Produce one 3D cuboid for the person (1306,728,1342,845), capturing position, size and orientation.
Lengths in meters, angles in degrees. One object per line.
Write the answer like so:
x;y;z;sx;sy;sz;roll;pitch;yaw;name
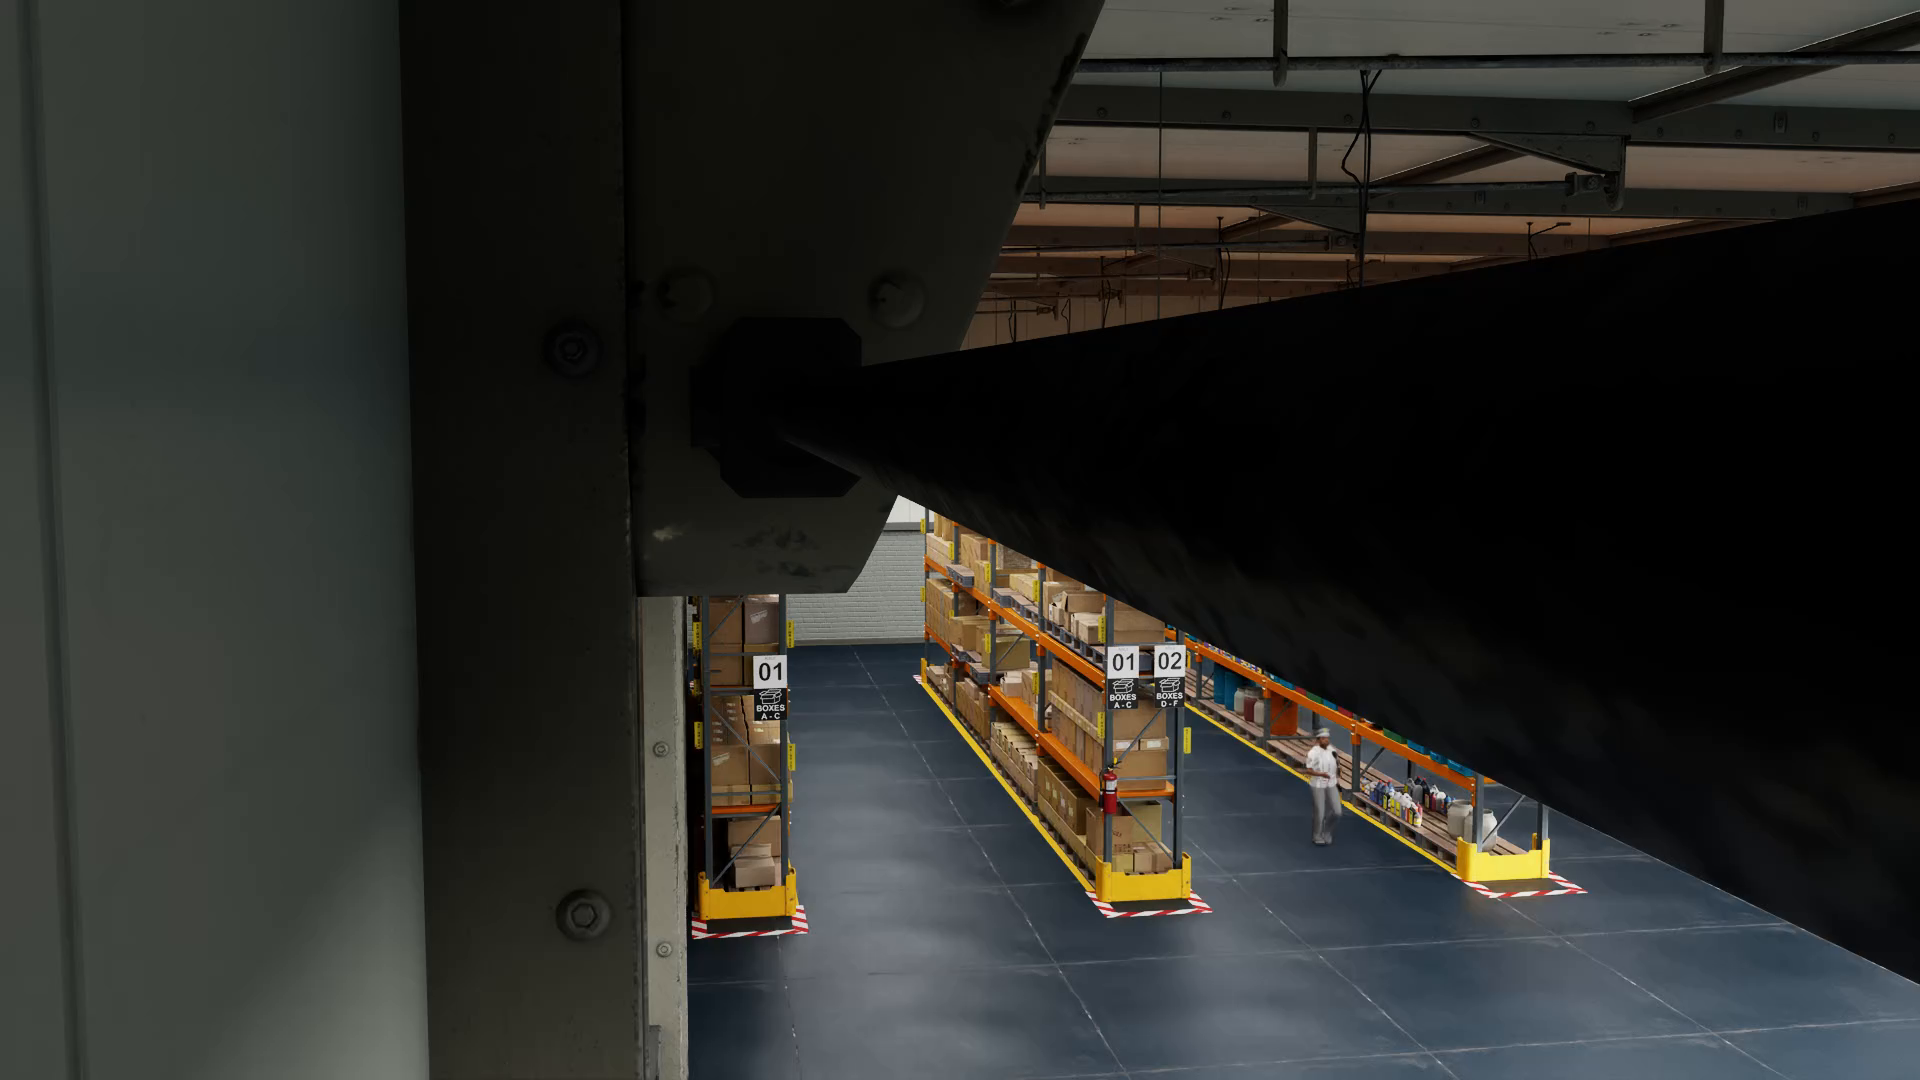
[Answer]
5.114;3.454;23.212;0.561;1.676;0.599;-1;5;-16;person
